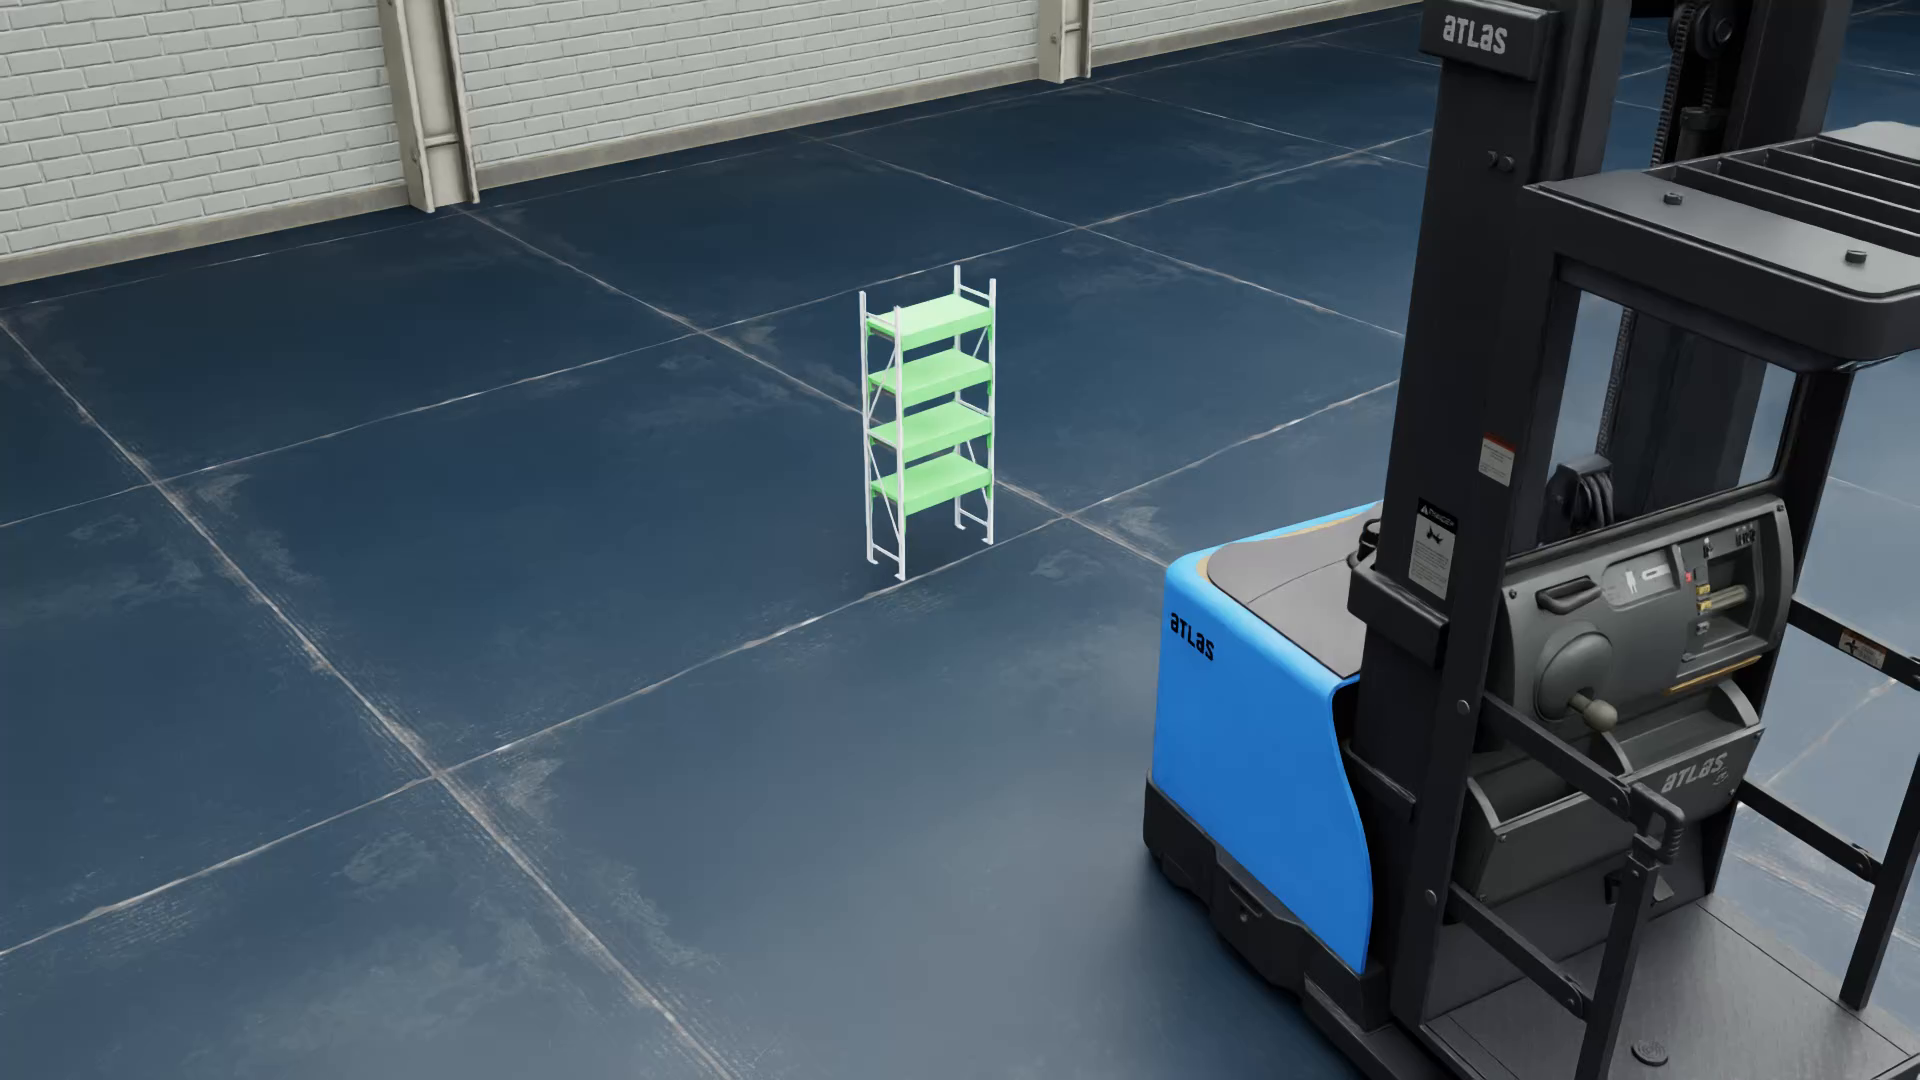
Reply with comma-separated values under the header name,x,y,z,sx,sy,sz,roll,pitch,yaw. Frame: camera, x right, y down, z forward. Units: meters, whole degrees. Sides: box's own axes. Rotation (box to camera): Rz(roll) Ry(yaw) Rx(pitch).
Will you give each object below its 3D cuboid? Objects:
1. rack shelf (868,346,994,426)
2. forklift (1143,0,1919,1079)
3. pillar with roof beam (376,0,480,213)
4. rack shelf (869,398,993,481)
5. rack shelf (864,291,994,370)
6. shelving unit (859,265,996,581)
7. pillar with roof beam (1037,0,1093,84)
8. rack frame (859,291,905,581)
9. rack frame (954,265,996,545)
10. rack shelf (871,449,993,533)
name,x,y,z,sx,sy,sz,roll,pitch,yaw
rack shelf,-0.126,-0.634,6.789,0.480,0.148,0.258,-22,35,-35
forklift,1.729,0.212,3.743,1.130,2.935,3.031,-14,31,-25
pillar with roof beam,-0.828,-4.796,6.677,0.400,9.000,9.100,-22,35,-35
rack shelf,-0.126,-0.422,6.903,0.480,0.148,0.258,-22,35,-35
rack shelf,-0.126,-0.846,6.676,0.480,0.148,0.258,-22,35,-35
shelving unit,-0.126,-0.479,6.872,0.503,1.200,0.258,-22,35,-35
pillar with roof beam,3.736,-6.632,10.112,0.400,9.000,9.100,-22,35,-35
rack frame,-0.312,-0.404,6.733,0.015,1.200,0.240,-22,35,-35
rack frame,0.060,-0.553,7.012,0.015,1.200,0.240,-22,35,-35
rack shelf,-0.126,-0.211,7.016,0.480,0.148,0.258,-22,35,-35
